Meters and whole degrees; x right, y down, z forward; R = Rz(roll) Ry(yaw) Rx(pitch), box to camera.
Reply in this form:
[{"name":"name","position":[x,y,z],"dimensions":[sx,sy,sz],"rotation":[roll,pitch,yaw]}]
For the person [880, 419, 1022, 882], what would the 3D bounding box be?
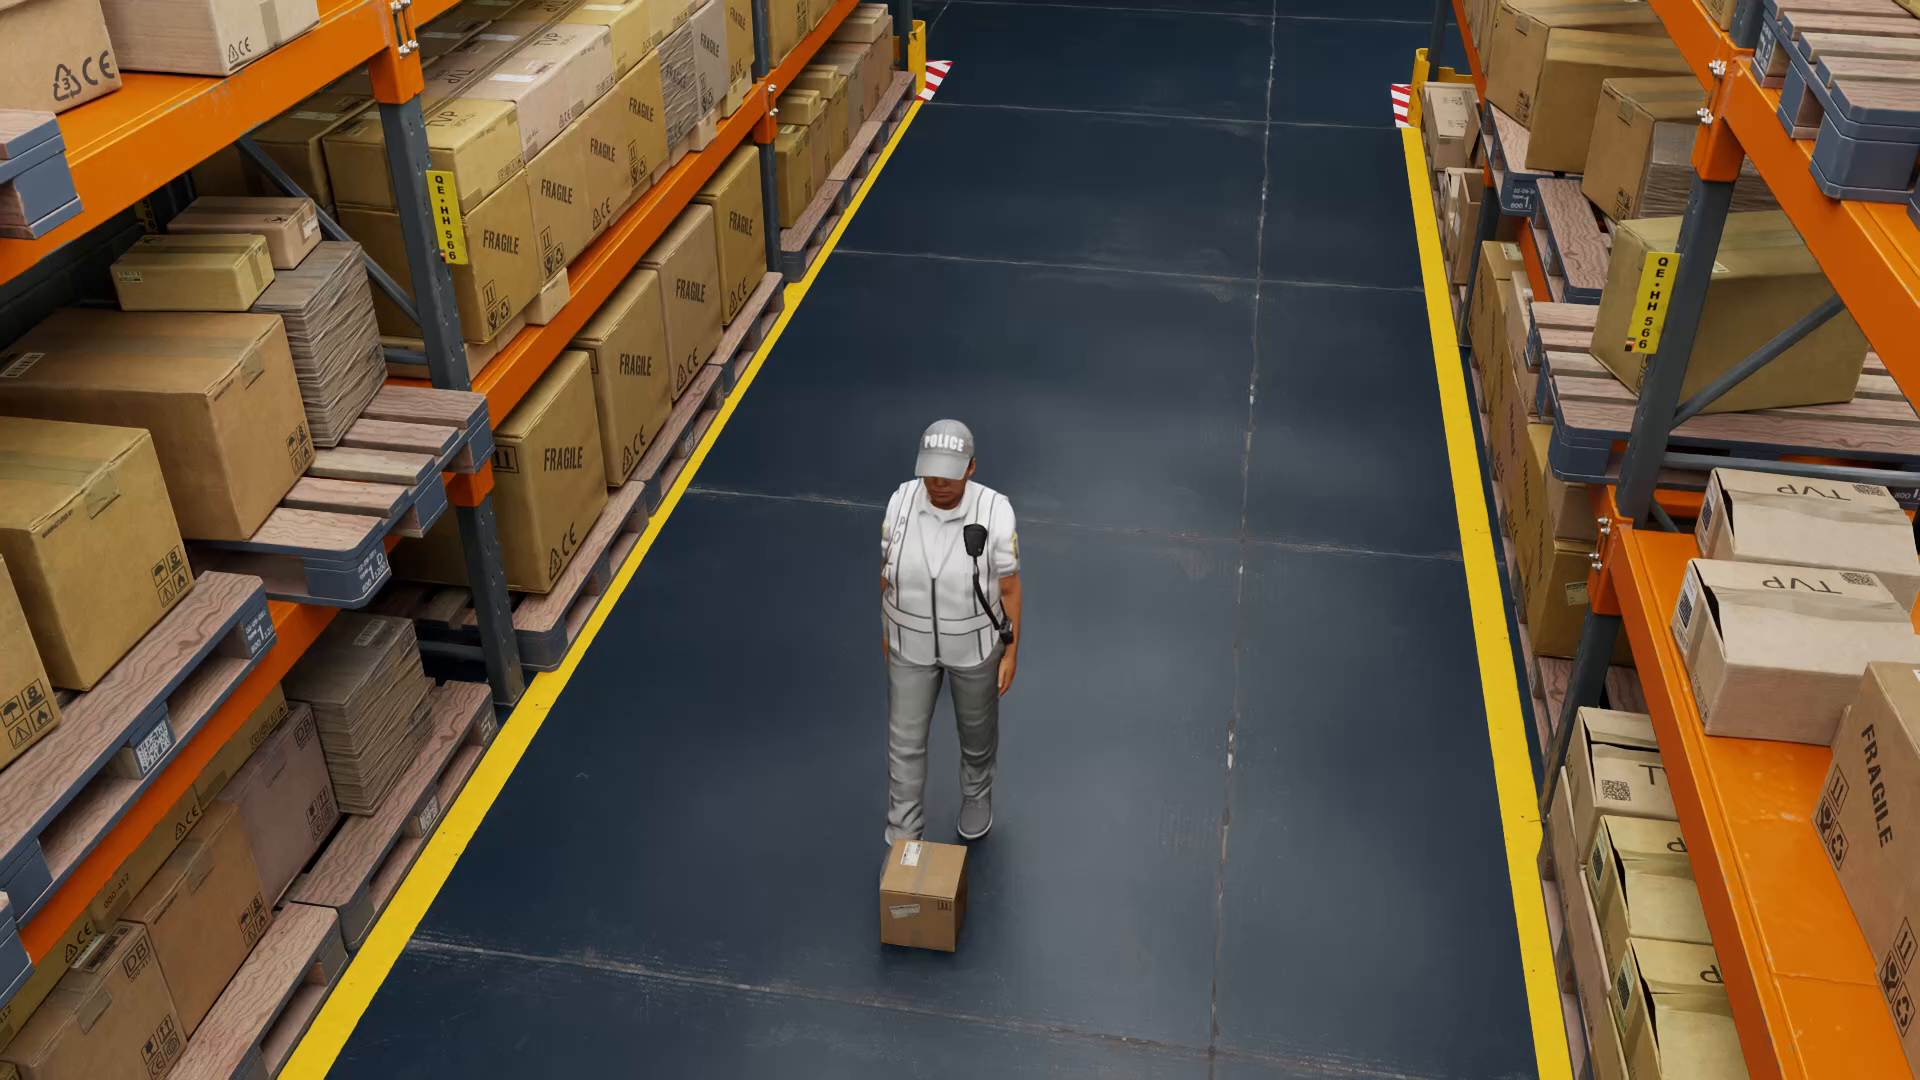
[{"name":"person","position":[-0.053,0.395,5.524],"dimensions":[0.484,1.662,0.640],"rotation":[5,33,8]}]
